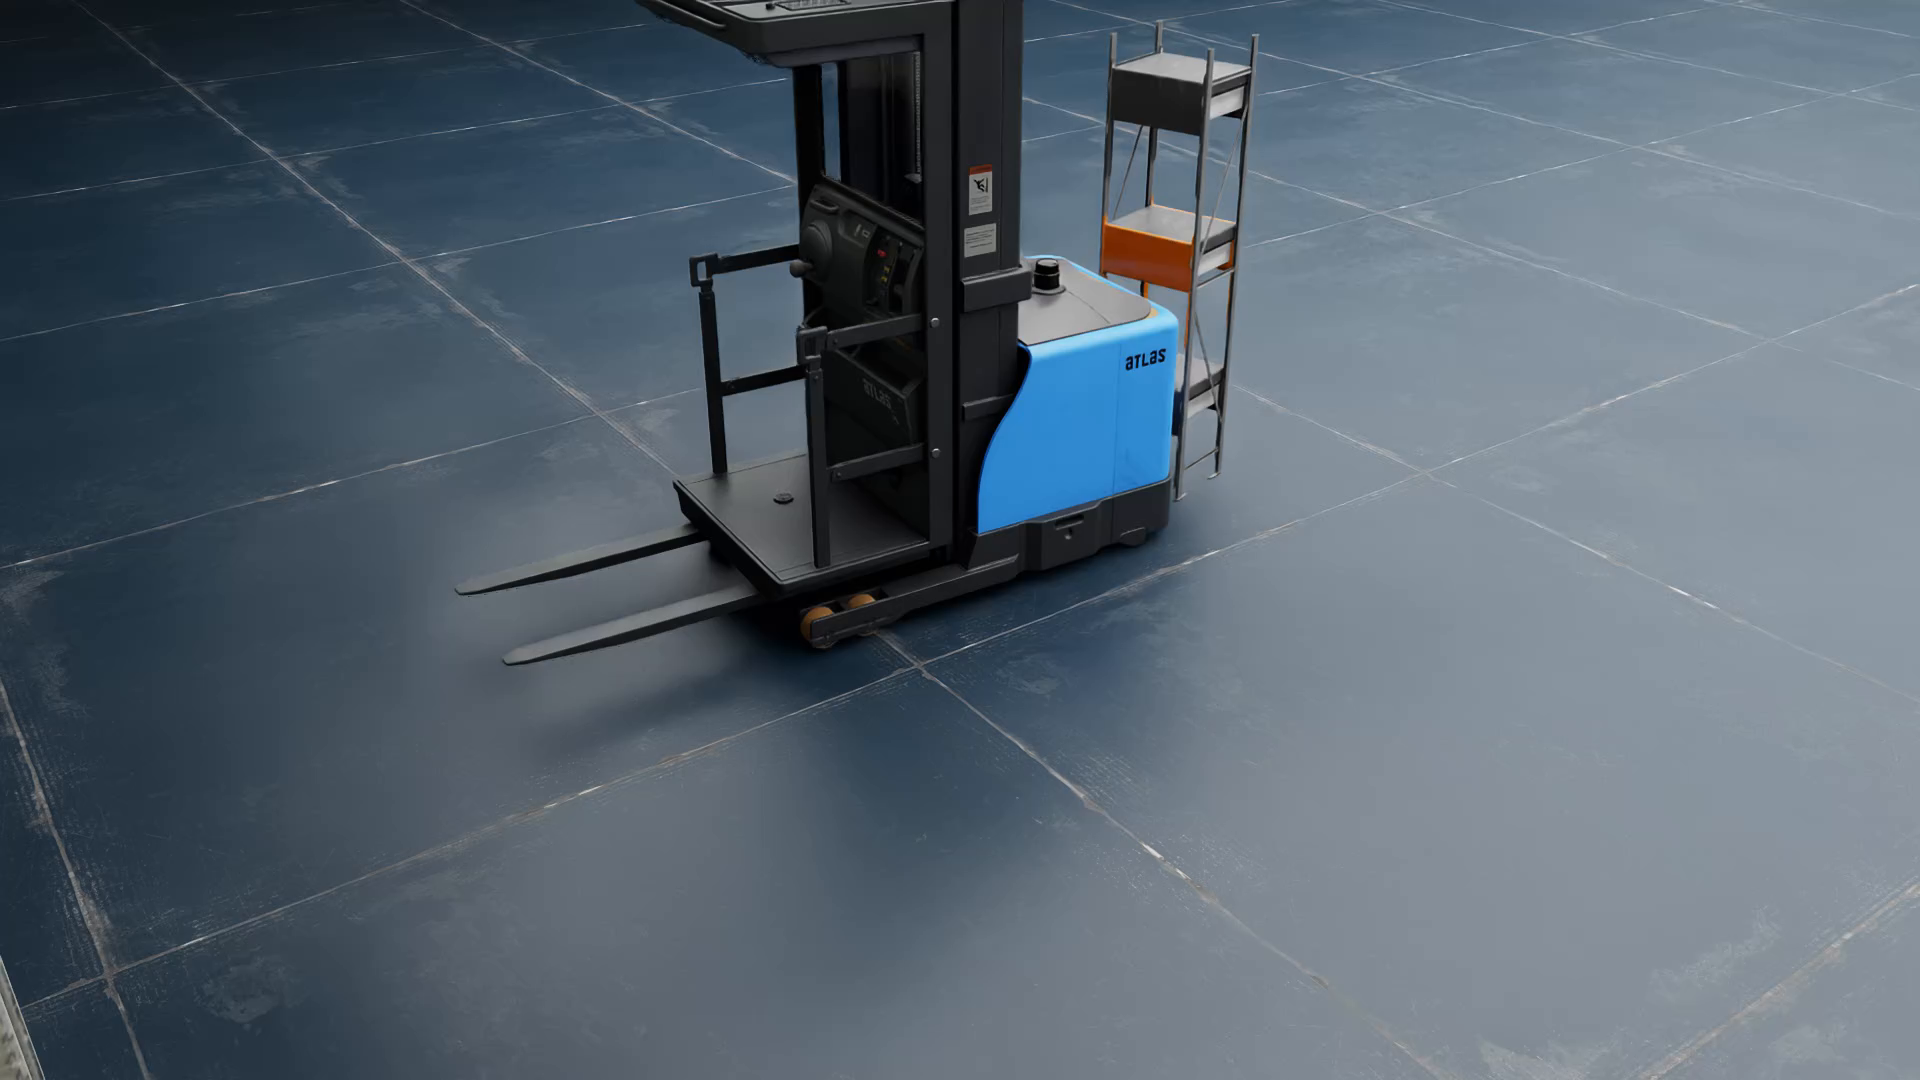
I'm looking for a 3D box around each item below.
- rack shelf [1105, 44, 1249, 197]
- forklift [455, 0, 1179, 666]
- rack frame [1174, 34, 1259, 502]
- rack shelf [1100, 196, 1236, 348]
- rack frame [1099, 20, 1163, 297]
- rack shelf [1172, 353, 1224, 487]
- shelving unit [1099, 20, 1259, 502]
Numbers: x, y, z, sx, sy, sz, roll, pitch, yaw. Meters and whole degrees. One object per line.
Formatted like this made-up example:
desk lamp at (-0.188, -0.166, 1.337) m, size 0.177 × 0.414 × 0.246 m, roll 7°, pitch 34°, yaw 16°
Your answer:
rack shelf at (0.964, -1.857, 7.328) m, size 0.480 × 0.518 × 0.431 m, roll 21°, pitch 34°, yaw 33°
forklift at (-0.577, -1.136, 6.572) m, size 3.031 × 2.935 × 1.130 m, roll -16°, pitch 32°, yaw -27°
rack frame at (1.152, -1.179, 7.519) m, size 0.015 × 2.100 × 0.400 m, roll 21°, pitch 34°, yaw 33°
rack shelf at (0.961, -1.240, 7.659) m, size 0.480 × 0.518 × 0.431 m, roll 21°, pitch 34°, yaw 33°
rack frame at (0.770, -1.324, 7.786) m, size 0.015 × 2.100 × 0.400 m, roll 21°, pitch 34°, yaw 33°
rack shelf at (0.958, -0.623, 7.990) m, size 0.480 × 0.518 × 0.431 m, roll 21°, pitch 34°, yaw 33°
shelving unit at (0.961, -1.252, 7.653) m, size 0.503 × 2.100 × 0.431 m, roll 21°, pitch 34°, yaw 33°
